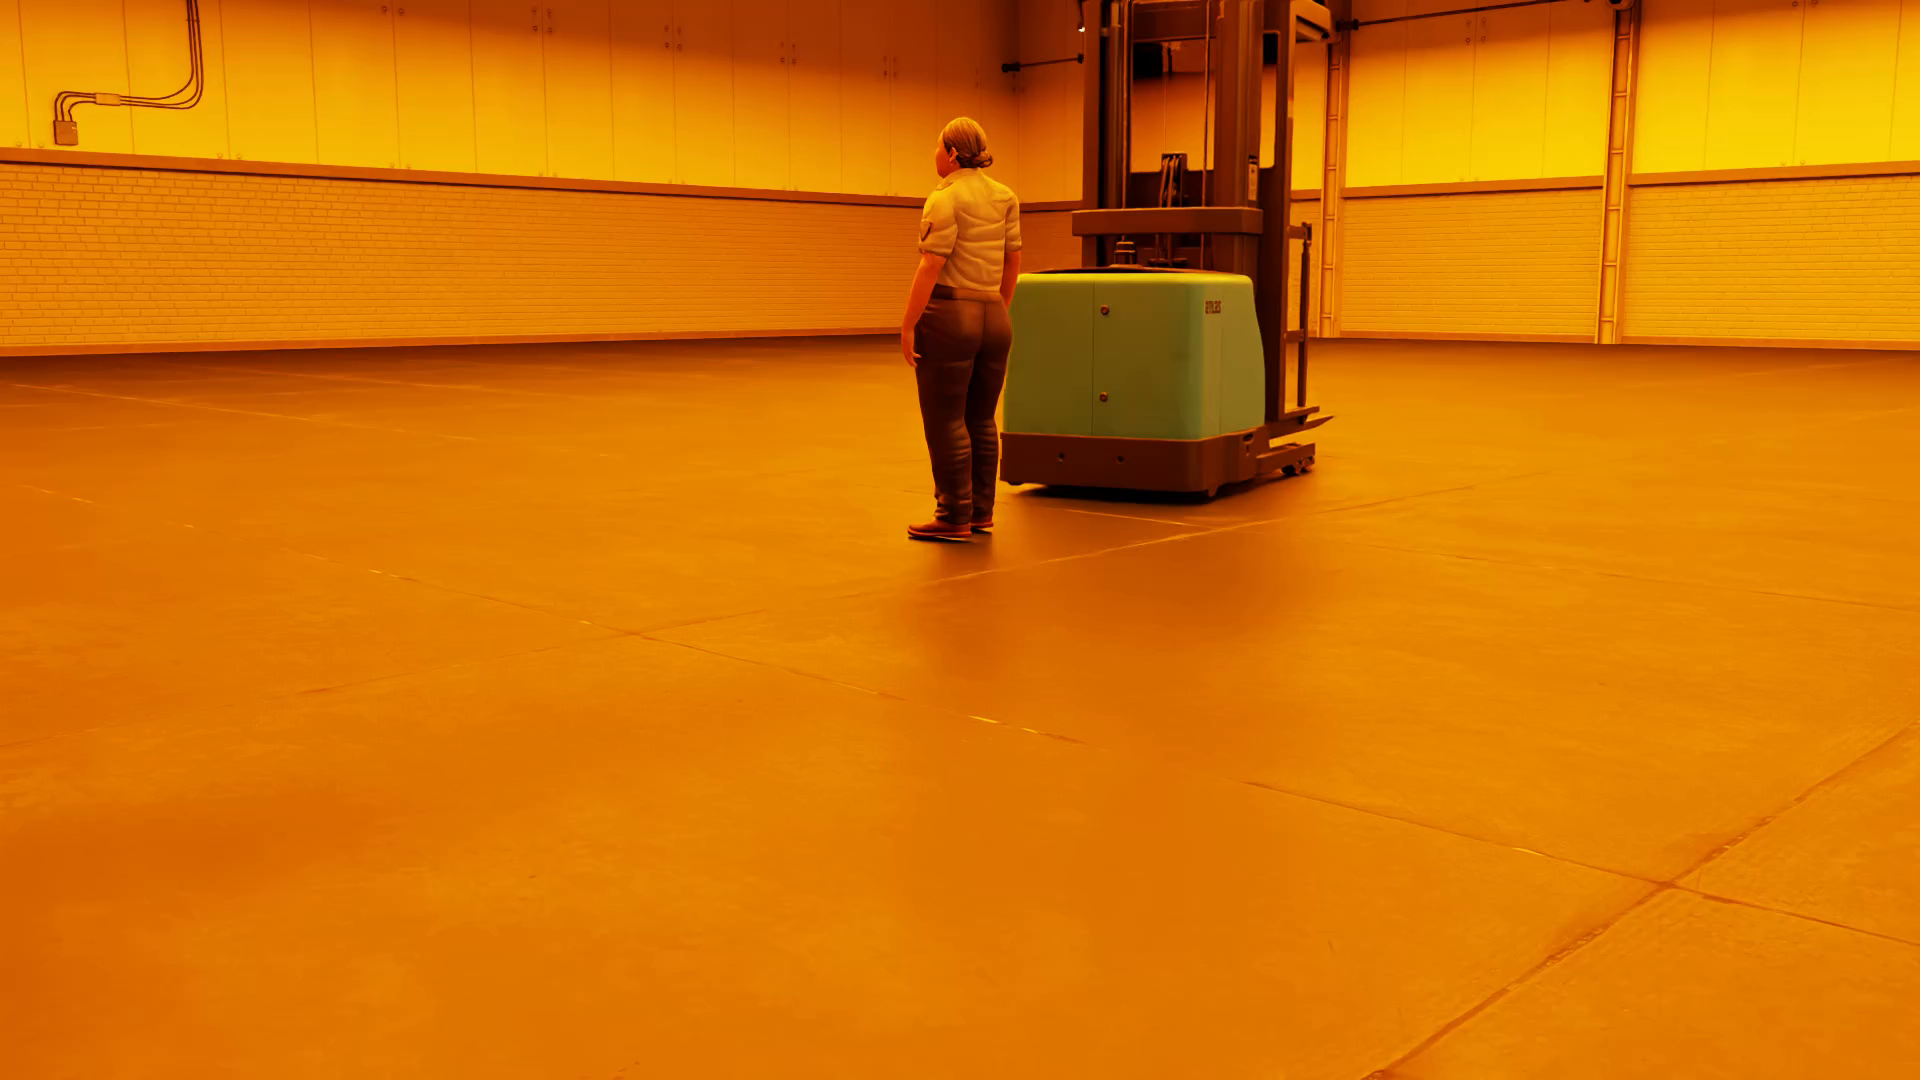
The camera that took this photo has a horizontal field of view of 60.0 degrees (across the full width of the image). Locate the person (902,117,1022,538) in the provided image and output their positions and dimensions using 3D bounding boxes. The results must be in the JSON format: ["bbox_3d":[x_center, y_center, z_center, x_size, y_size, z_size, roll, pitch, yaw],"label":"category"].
[{"bbox_3d":[-0.048,-0.834,6.671,0.503,1.651,0.598,8,12,43],"label":"person"}]

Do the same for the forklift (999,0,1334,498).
[{"bbox_3d":[1.327,-1.829,9.023,1.130,2.935,3.031,4,10,27],"label":"forklift"}]
